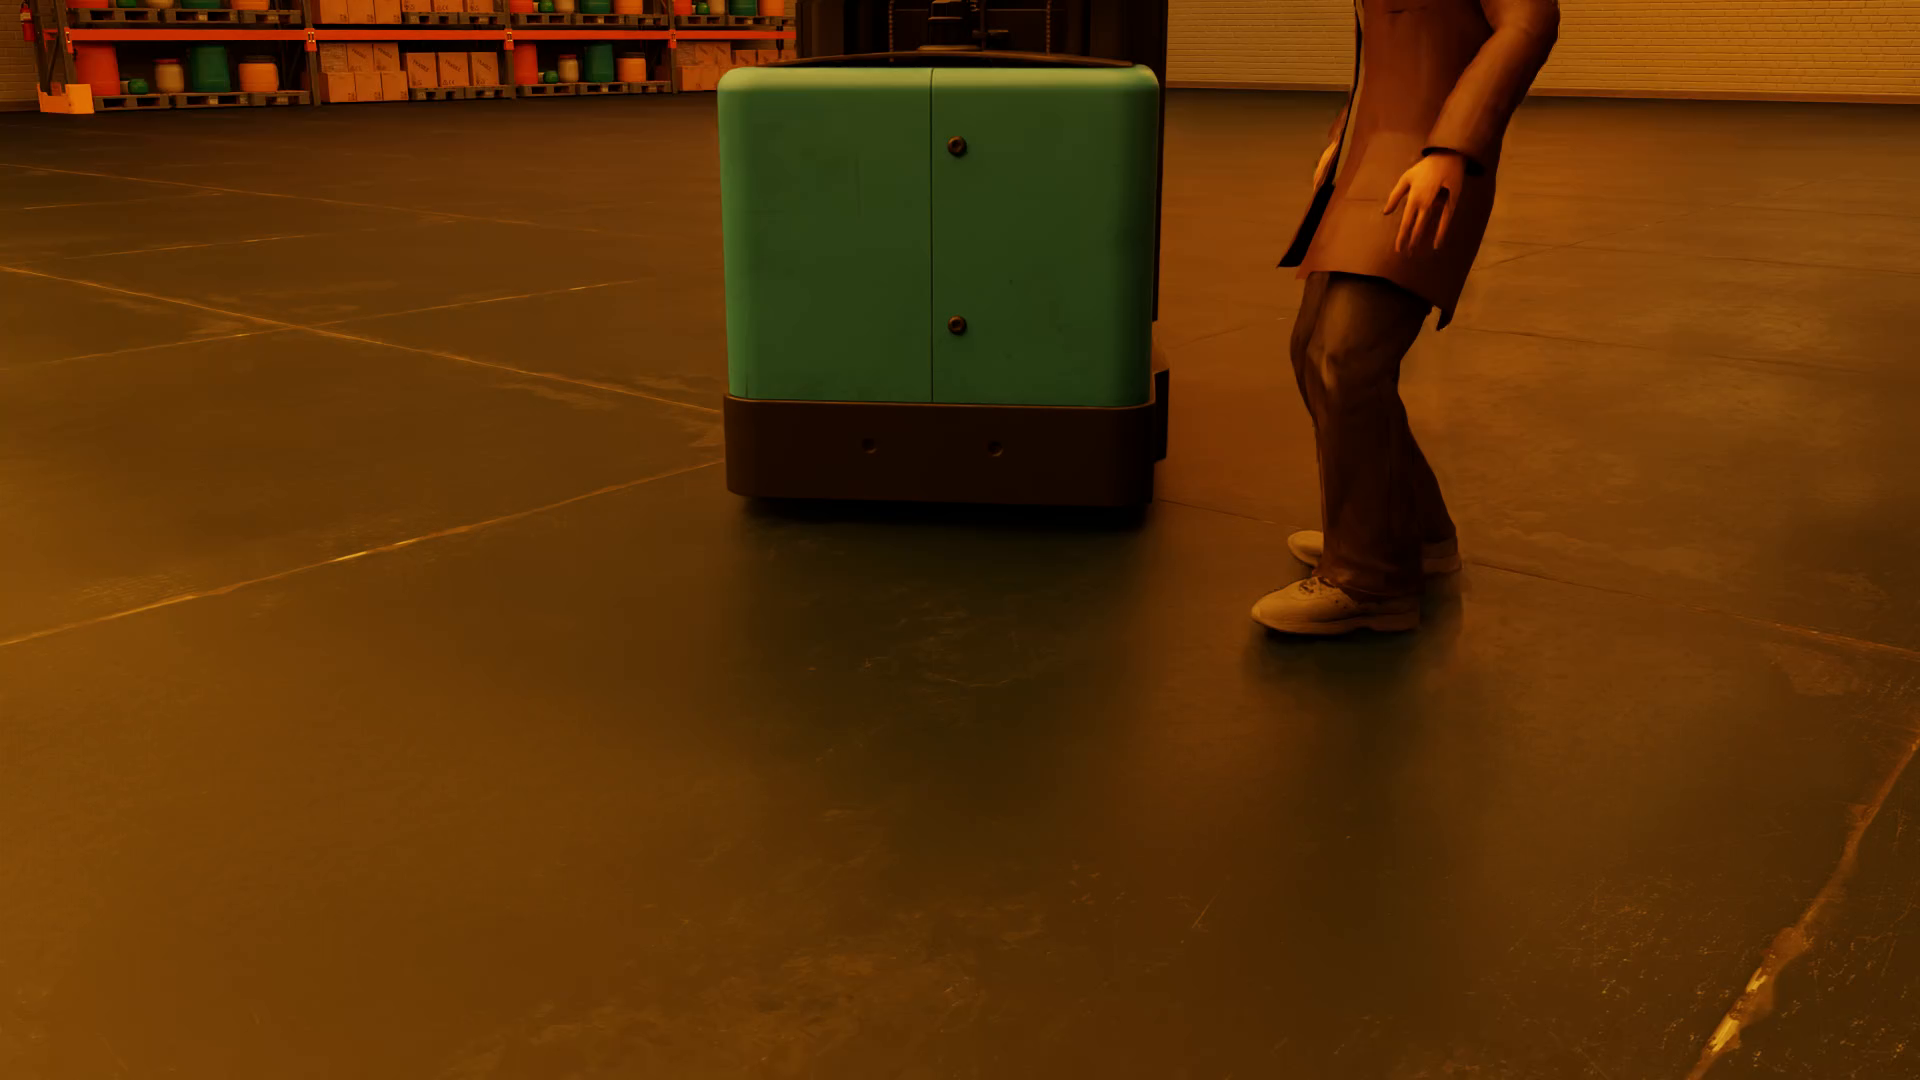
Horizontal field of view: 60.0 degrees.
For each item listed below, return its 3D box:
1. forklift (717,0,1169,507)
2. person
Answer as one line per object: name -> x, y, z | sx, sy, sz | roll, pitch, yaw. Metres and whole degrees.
forklift -> 0.088, -1.861, 5.025 | 1.130, 2.935, 3.031 | 2, 17, 6
person -> 0.841, -0.719, 3.342 | 0.519, 1.734, 0.906 | 0, 17, 1
